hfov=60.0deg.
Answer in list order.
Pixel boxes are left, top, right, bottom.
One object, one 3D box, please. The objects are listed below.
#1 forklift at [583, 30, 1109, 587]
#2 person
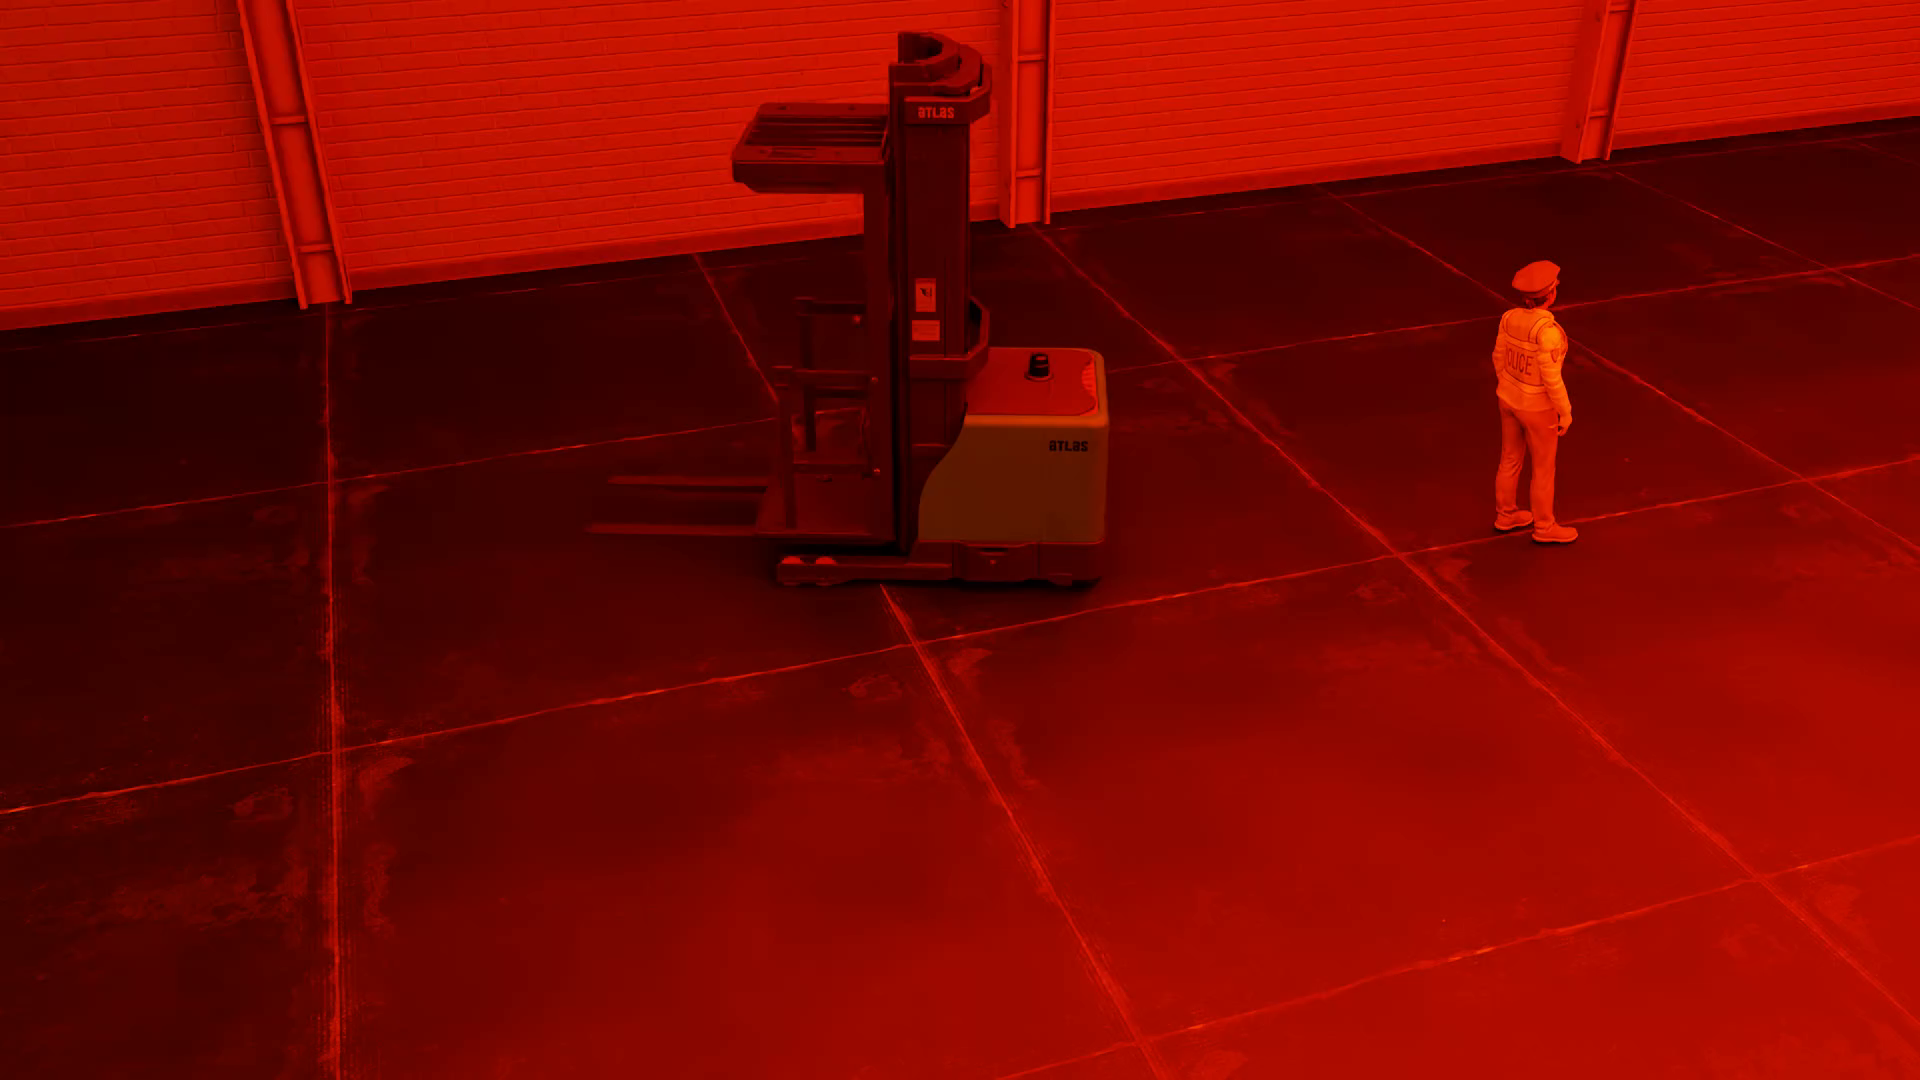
[{"bbox_3d":[-0.670,-1.265,9.285,3.031,2.935,1.130,1,30,2],"label":"forklift"},{"bbox_3d":[3.383,-0.815,9.730,0.531,1.695,0.587,-12,32,-20],"label":"person"}]
